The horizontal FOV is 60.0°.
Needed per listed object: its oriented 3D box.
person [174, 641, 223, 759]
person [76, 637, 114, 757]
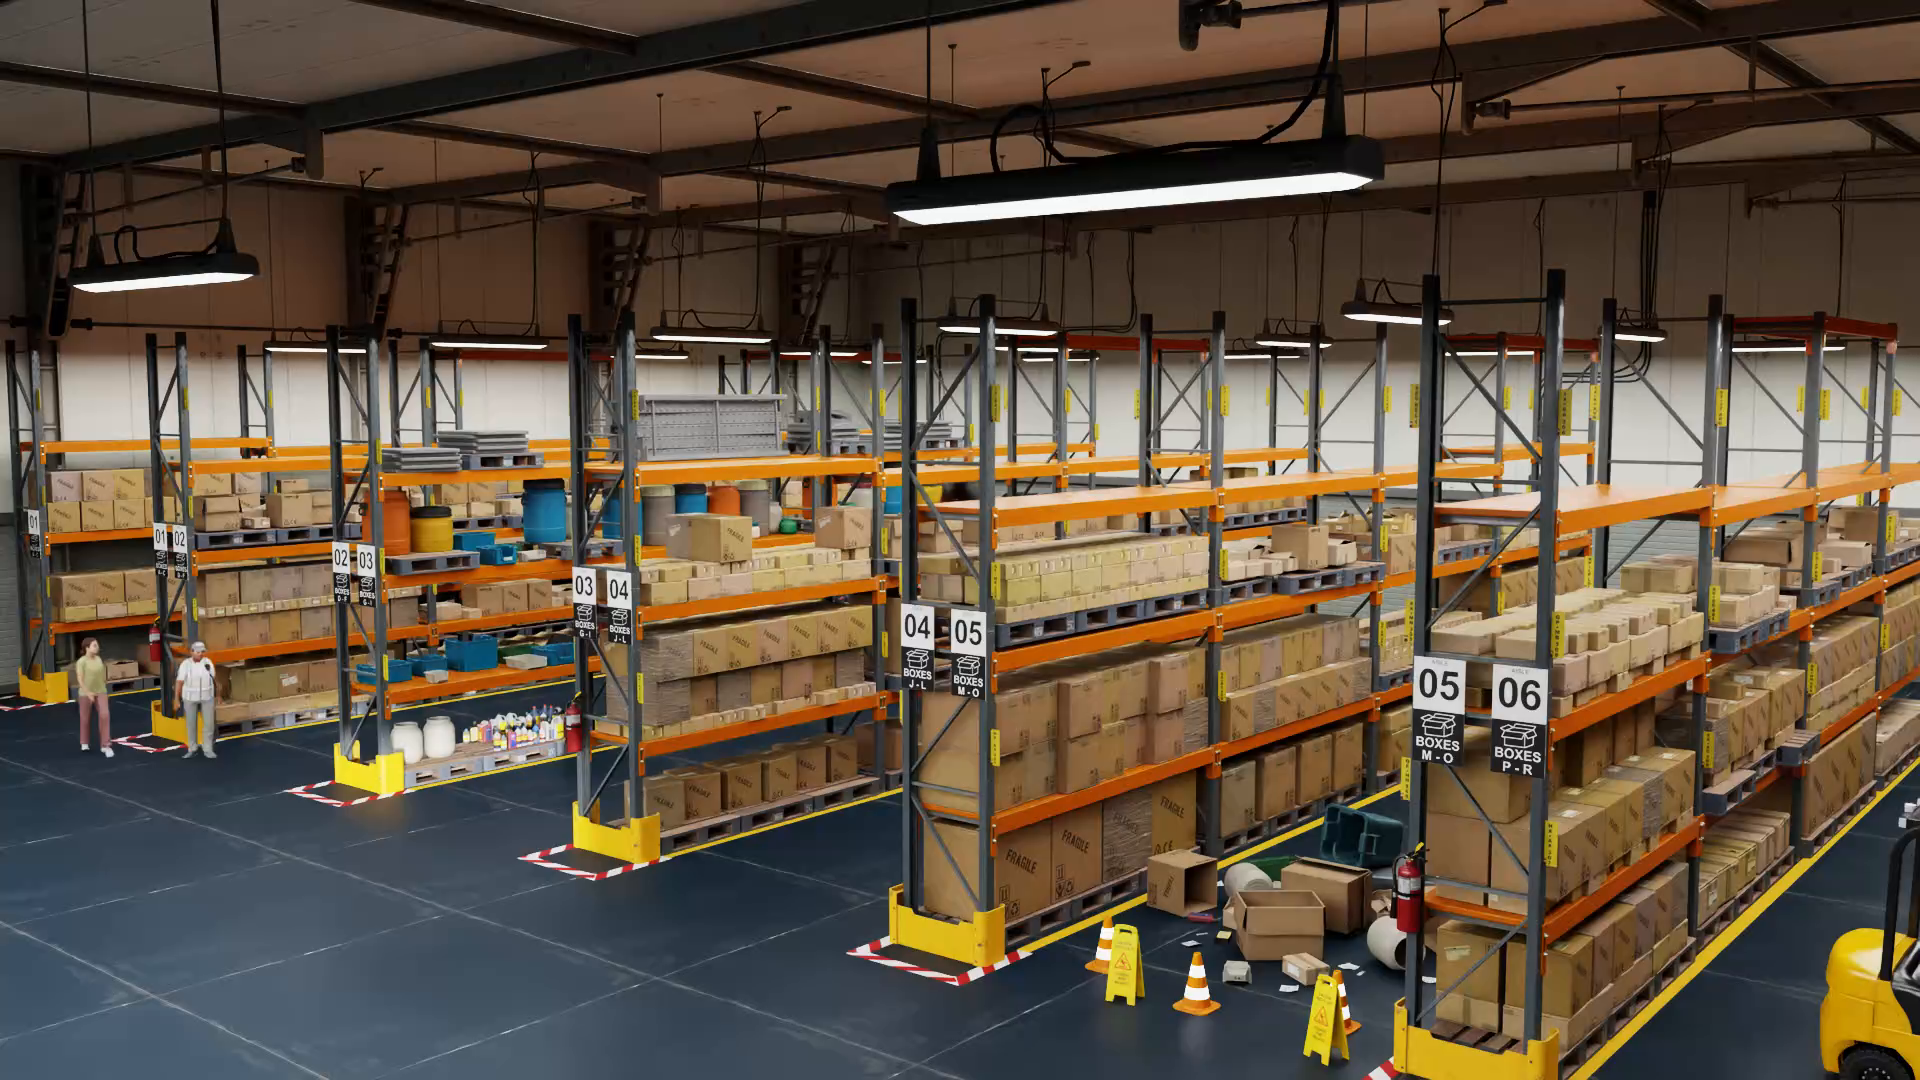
[{"bbox_3d":[-10.690,2.250,23.359,0.634,1.674,0.438,-3,6,-33],"label":"person"},{"bbox_3d":[-12.302,2.207,23.566,0.407,1.648,0.847,-4,6,-35],"label":"person"}]
